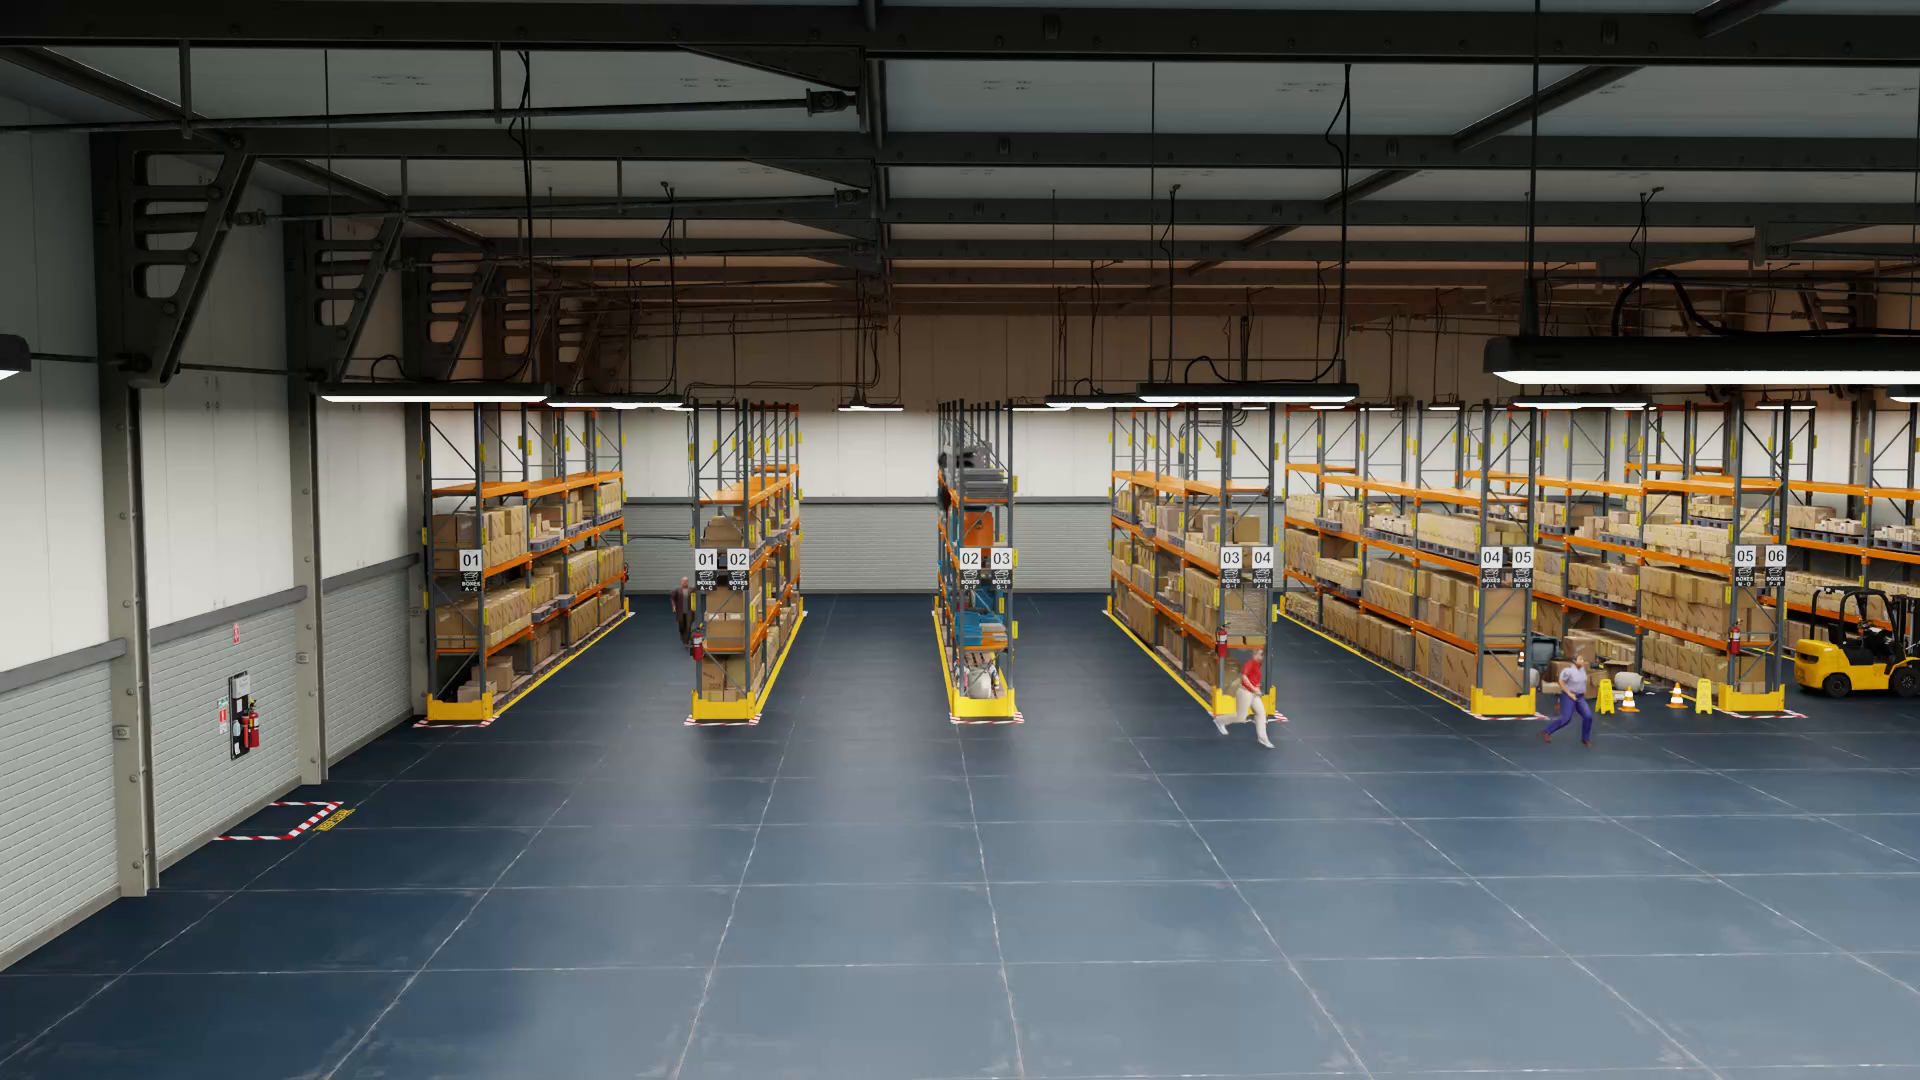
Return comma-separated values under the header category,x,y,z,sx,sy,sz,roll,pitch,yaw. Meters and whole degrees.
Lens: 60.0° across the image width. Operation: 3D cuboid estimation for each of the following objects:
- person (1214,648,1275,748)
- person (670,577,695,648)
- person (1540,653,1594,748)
category,x,y,z,sx,sy,sz,roll,pitch,yaw
person,4.934,2.710,28.763,1.077,1.732,0.662,2,5,30
person,-6.740,1.769,40.800,0.713,1.738,0.683,-1,4,-11
person,10.528,2.766,28.676,0.851,1.652,0.700,-3,5,-34
